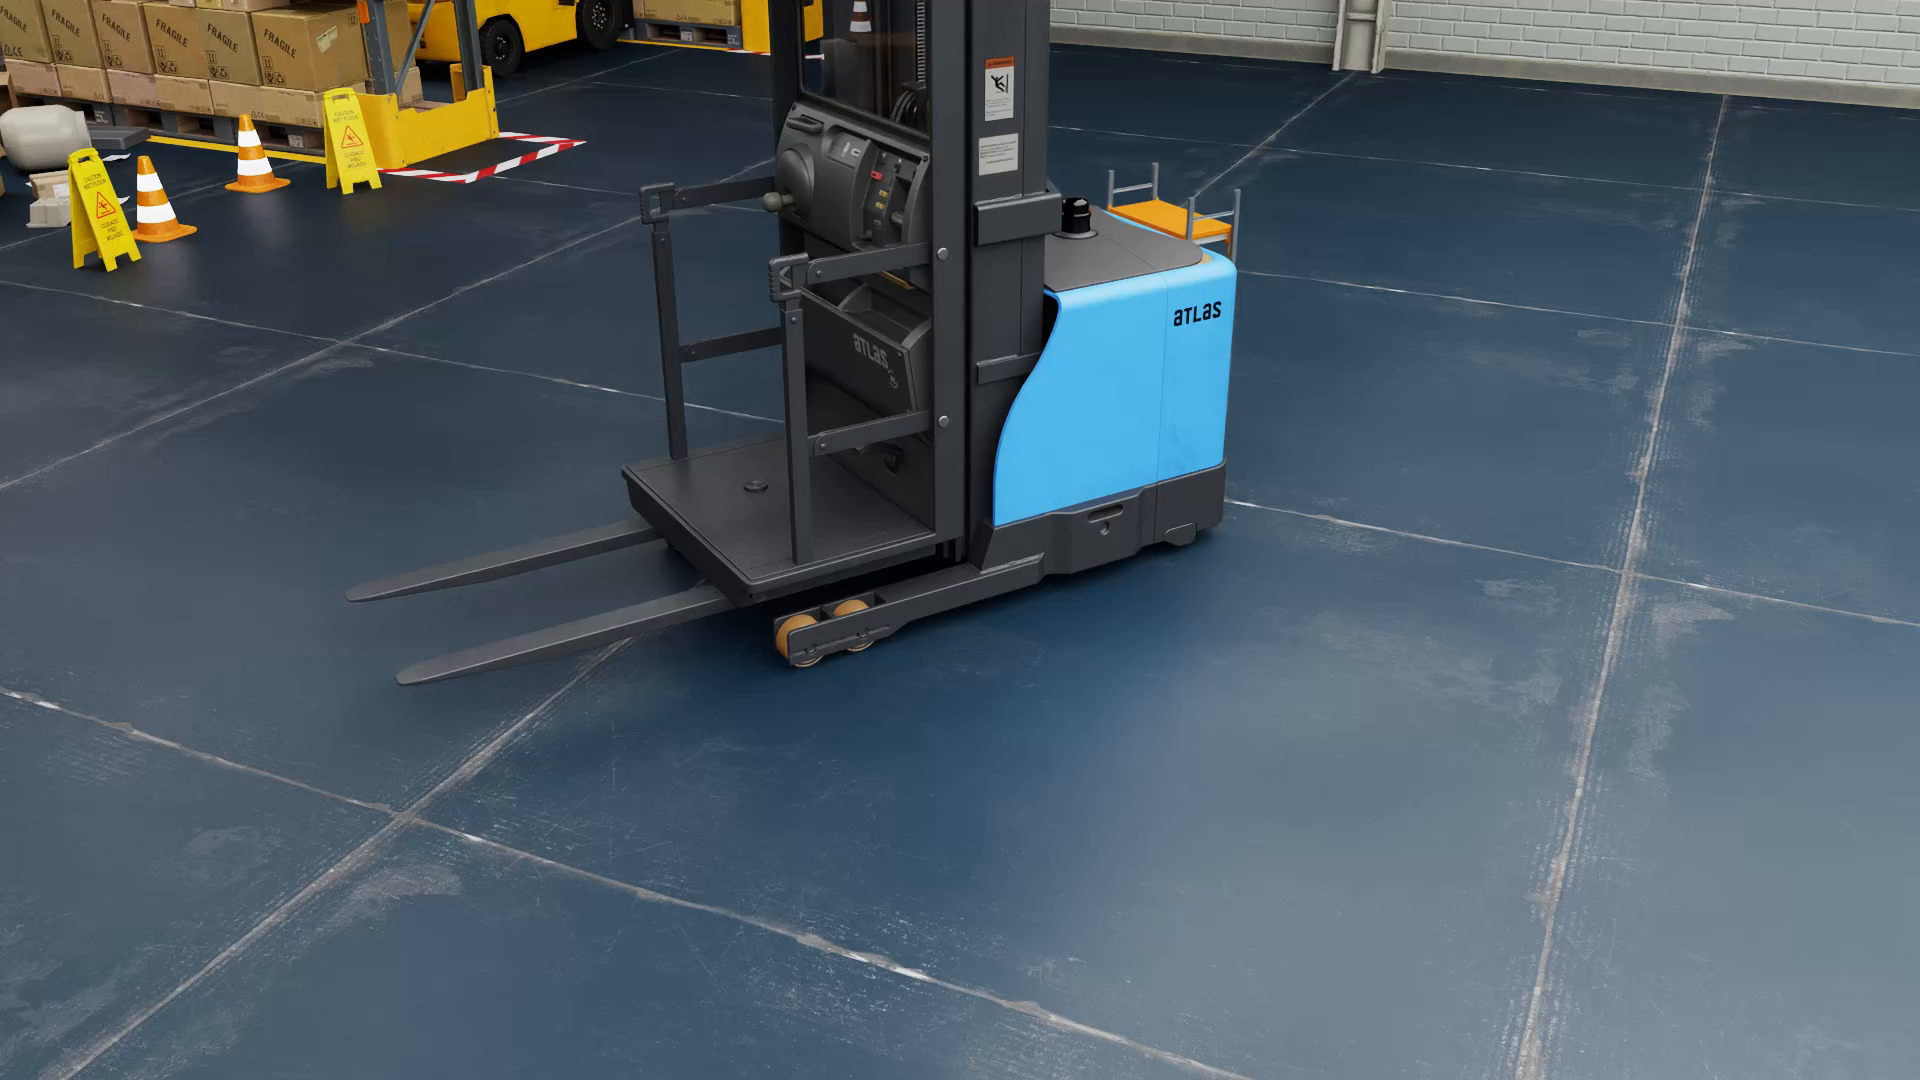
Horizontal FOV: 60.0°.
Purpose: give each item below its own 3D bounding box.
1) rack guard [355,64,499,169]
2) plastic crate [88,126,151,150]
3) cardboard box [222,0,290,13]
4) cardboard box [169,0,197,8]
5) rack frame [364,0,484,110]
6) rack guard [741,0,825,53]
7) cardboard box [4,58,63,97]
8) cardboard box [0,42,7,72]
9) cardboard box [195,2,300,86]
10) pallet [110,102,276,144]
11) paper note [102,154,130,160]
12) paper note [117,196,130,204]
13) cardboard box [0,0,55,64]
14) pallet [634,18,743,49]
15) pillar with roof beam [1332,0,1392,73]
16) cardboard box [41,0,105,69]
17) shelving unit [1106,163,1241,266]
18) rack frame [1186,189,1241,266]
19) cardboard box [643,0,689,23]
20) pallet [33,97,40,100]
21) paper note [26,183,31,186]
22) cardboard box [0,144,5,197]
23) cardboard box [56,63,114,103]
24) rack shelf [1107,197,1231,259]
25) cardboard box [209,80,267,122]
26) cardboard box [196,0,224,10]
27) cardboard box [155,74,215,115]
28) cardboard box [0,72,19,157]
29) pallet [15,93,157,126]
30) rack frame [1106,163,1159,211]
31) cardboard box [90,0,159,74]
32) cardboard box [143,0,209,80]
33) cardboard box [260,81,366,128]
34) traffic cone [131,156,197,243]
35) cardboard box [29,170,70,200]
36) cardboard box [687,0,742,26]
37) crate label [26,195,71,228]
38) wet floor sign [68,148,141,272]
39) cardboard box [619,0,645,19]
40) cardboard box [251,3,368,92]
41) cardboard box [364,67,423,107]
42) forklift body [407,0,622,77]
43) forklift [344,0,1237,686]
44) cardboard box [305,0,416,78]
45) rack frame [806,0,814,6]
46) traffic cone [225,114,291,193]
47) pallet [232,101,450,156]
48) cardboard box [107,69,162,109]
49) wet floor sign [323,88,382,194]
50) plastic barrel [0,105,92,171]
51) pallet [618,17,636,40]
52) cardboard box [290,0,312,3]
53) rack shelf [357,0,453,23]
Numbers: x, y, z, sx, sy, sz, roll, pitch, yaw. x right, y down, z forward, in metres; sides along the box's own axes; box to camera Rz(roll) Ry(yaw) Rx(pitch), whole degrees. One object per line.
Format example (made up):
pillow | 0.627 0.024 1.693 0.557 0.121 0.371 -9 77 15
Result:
rack guard | -3.794 -3.025 11.829 0.348 0.500 1.175 11 28 22
plastic crate | -6.276 -2.938 12.126 0.583 0.080 0.402 2 26 4
cardboard box | -4.924 -3.797 11.620 0.250 0.149 0.380 12 29 23
cardboard box | -5.390 -3.893 11.816 0.250 0.149 0.380 13 29 24
rack frame | -3.724 -4.133 11.249 0.127 3.000 1.000 11 28 22
rack guard | -1.651 -5.004 15.847 0.348 0.500 1.175 11 28 22
cardboard box | -6.940 -3.603 12.809 0.500 0.250 0.500 10 28 19
cardboard box | -7.844 -3.969 13.415 0.625 0.372 0.950 12 29 22
cardboard box | -5.038 -3.560 11.873 0.500 0.500 0.500 12 29 24
pallet | -5.625 -3.282 12.678 1.213 0.211 1.003 11 28 22
paper note | -5.933 -2.694 11.687 0.148 0.019 0.142 2 26 4
paper note | -5.409 -2.173 10.630 0.142 0.019 0.148 2 26 4
cardboard box | -6.940 -3.939 12.644 0.500 0.500 0.500 13 29 24
pallet | -2.387 -5.002 16.170 1.213 0.211 1.003 11 28 22
pillar with roof beam | 1.746 -6.483 9.229 0.400 9.000 9.100 11 28 22
cardboard box | -6.448 -3.846 12.454 0.500 0.500 0.500 13 29 24
shelving unit | 0.807 -0.828 6.573 0.258 1.200 0.503 -16 30 -29
rack frame | 0.938 -0.737 6.388 0.240 1.200 0.015 -16 30 -29
cardboard box | -2.680 -5.138 15.927 0.500 0.250 0.500 11 28 22
pallet | -8.075 -3.755 13.638 1.213 0.211 1.003 11 28 22
paper note | -6.120 -2.384 11.070 0.142 0.019 0.148 23 35 39
cardboard box | -6.371 -2.316 10.385 0.637 0.503 0.797 -7 27 -14
cardboard box | -6.450 -3.510 12.620 0.500 0.250 0.500 13 29 25
rack shelf | 0.807 -1.180 6.399 0.258 0.148 0.480 -16 30 -29
cardboard box | -5.040 -3.225 12.043 0.500 0.250 0.500 11 28 22
cardboard box | -5.151 -3.844 11.716 0.250 0.149 0.380 12 29 23
cardboard box | -5.519 -3.319 12.232 0.500 0.250 0.500 10 28 20
cardboard box | -6.953 -3.001 11.777 0.500 0.500 0.500 -12 29 -23
pallet | -6.740 -3.505 13.130 1.213 0.211 1.003 11 28 22
rack frame | 0.677 -0.919 6.758 0.240 1.200 0.015 -16 30 -29
cardboard box | -5.977 -3.751 12.260 0.500 0.500 0.500 13 29 24
cardboard box | -5.495 -3.655 12.066 0.500 0.500 0.500 11 28 21
cardboard box | -4.593 -3.132 11.853 0.500 0.250 0.500 11 28 22
traffic cone | -4.800 -2.046 9.882 0.334 0.463 0.336 11 28 22
cardboard box | -5.753 -2.281 10.715 0.380 0.149 0.250 -18 31 -31
cardboard box | -2.232 -5.043 15.735 0.500 0.250 0.500 12 28 22
crate label | -5.541 -2.019 10.196 0.298 0.136 0.250 -2 26 -5
wet floor sign | -4.835 -1.859 9.295 0.232 0.644 0.267 6 27 13
cardboard box | -3.132 -5.233 16.121 0.500 0.250 0.500 12 29 22
cardboard box | -4.562 -3.466 11.682 0.500 0.500 0.500 12 28 22
cardboard box | -4.344 -3.347 12.289 0.500 0.250 0.500 11 28 21
forklift body | -4.155 -5.362 14.706 1.214 2.155 2.313 11 28 22
forklift | -0.536 -1.168 5.305 3.031 2.935 1.130 -15 30 -28
cardboard box | -4.366 -3.687 12.131 0.500 0.500 0.500 10 28 20
rack frame | -1.673 -6.130 15.304 0.127 3.000 1.000 11 28 22
traffic cone | -4.650 -2.555 10.915 0.334 0.463 0.336 11 28 22
pallet | -4.518 -3.059 12.223 1.213 0.211 1.003 11 28 22
cardboard box | -5.966 -3.414 12.425 0.500 0.250 0.500 11 28 21
wet floor sign | -3.994 -2.612 10.824 0.232 0.644 0.267 23 35 39
plastic barrel | -6.231 -2.746 11.348 0.512 0.421 0.421 -12 29 -23
pallet | -3.493 -5.225 16.624 1.213 0.211 1.003 11 28 22
cardboard box | -4.844 -3.781 12.322 0.500 0.500 0.500 10 28 20
rack shelf | -5.545 -4.176 12.150 4.000 0.370 1.077 11 28 22
